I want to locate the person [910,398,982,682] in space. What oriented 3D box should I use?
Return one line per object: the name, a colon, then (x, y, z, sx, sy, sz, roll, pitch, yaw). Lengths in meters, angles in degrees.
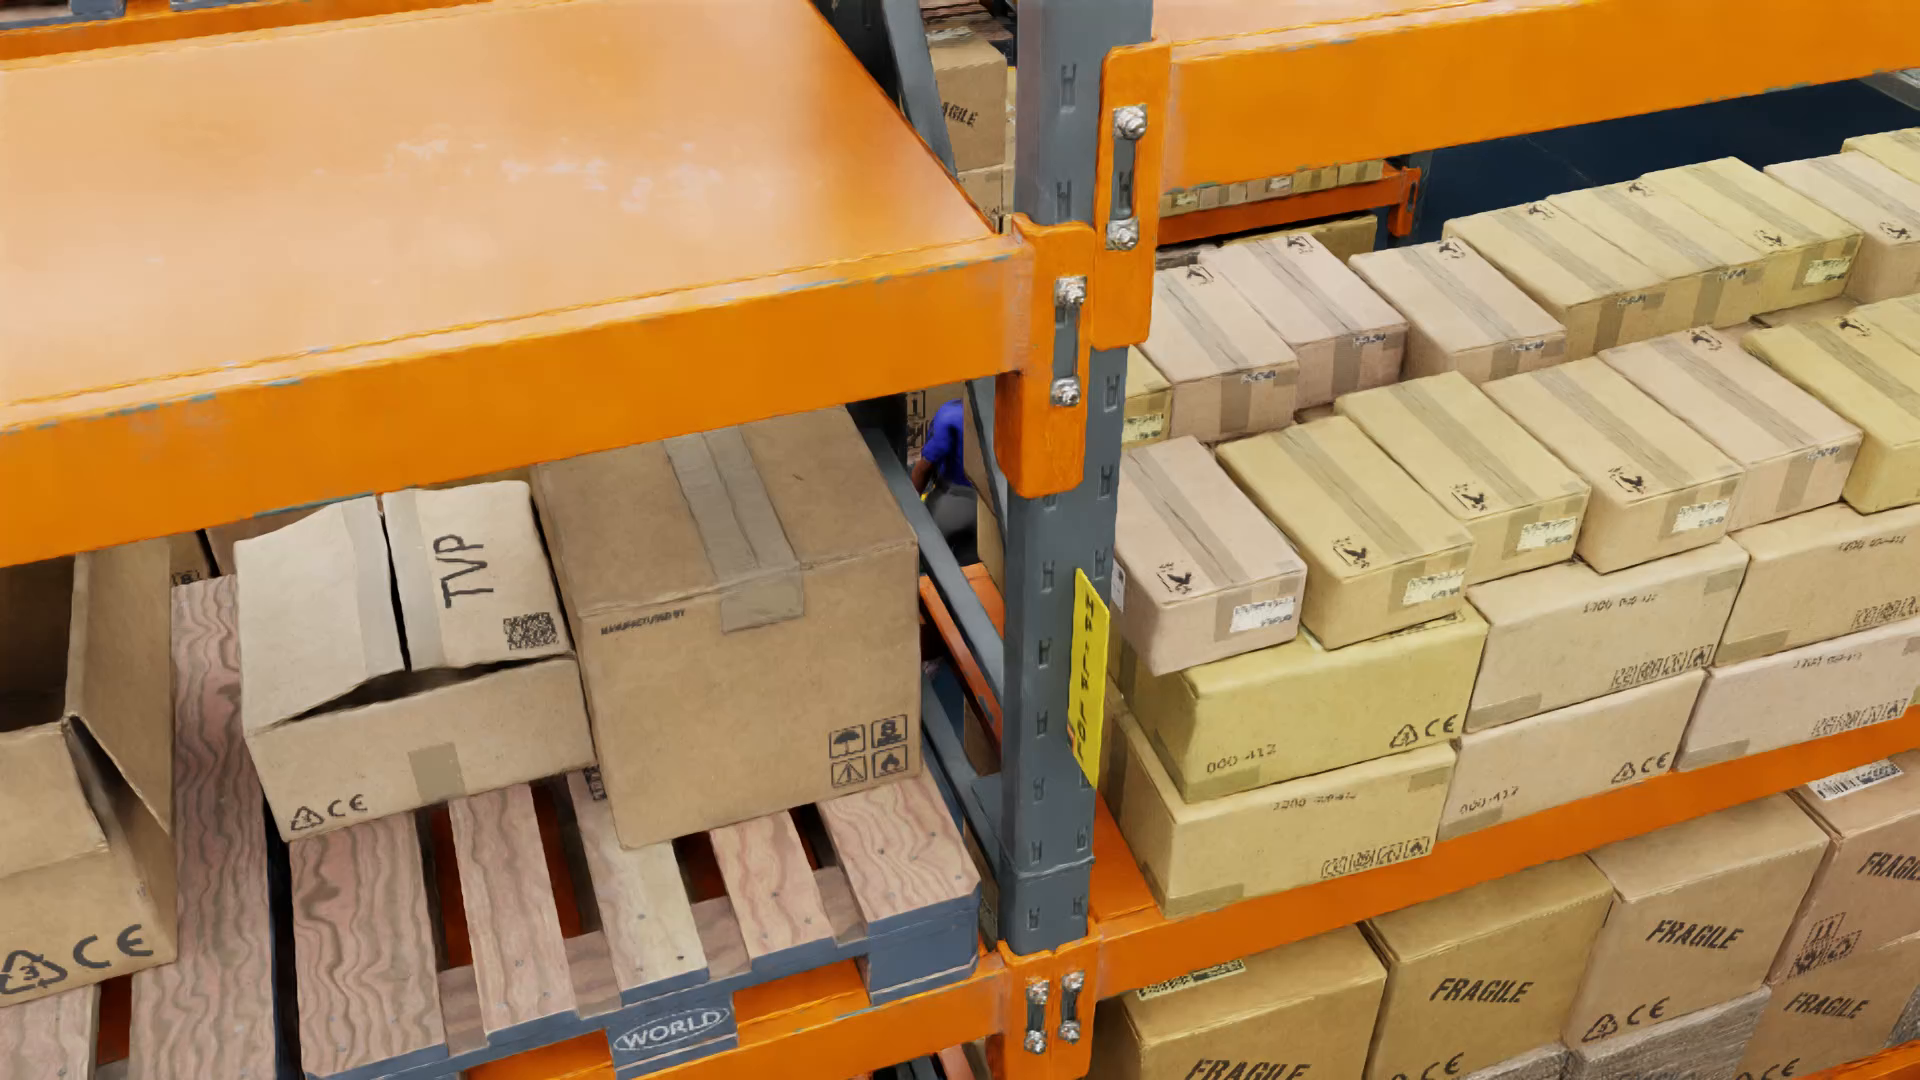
person: (0.035, -0.085, 6.904, 0.563, 1.614, 0.613, -5, 38, -6)
